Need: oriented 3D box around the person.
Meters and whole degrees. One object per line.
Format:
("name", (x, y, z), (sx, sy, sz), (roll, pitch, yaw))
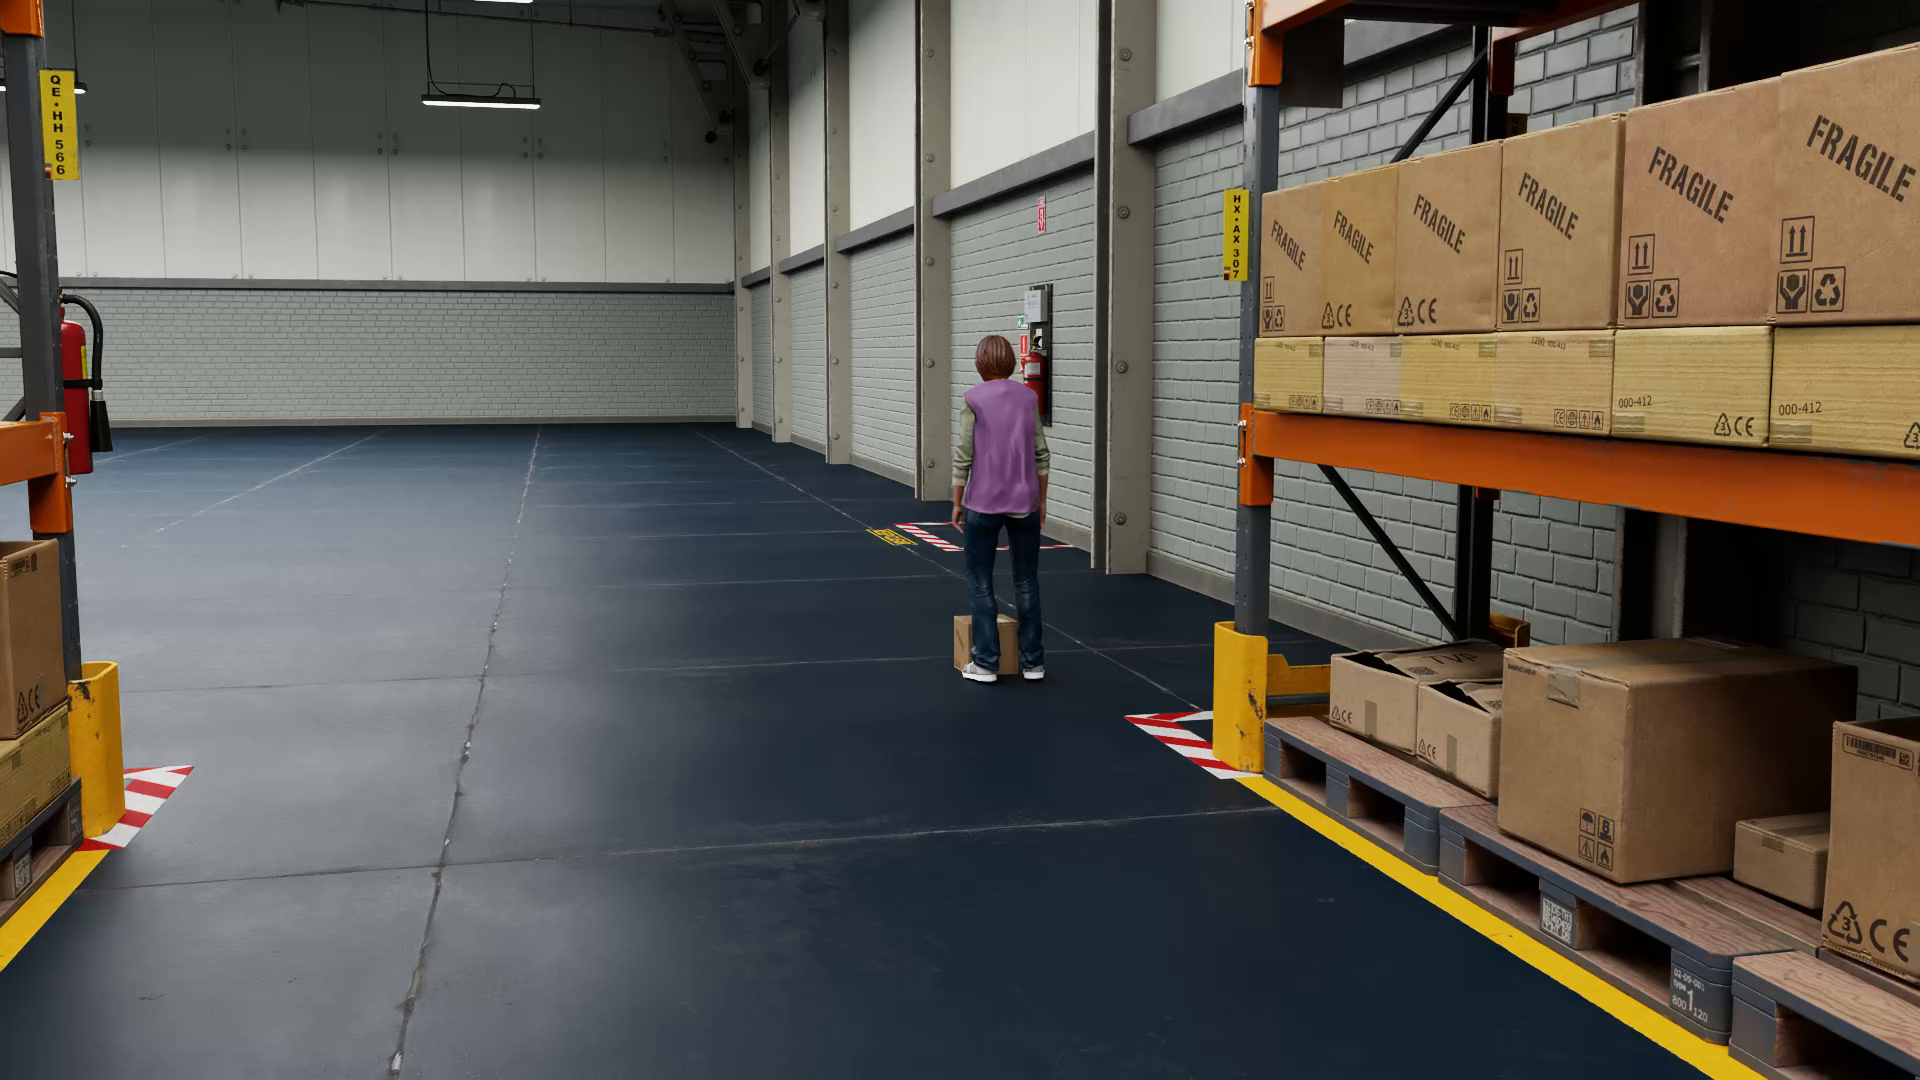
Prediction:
("person", (0.189, -0.141, 7.652), (0.467, 1.592, 0.350), (-2, 7, -14))
